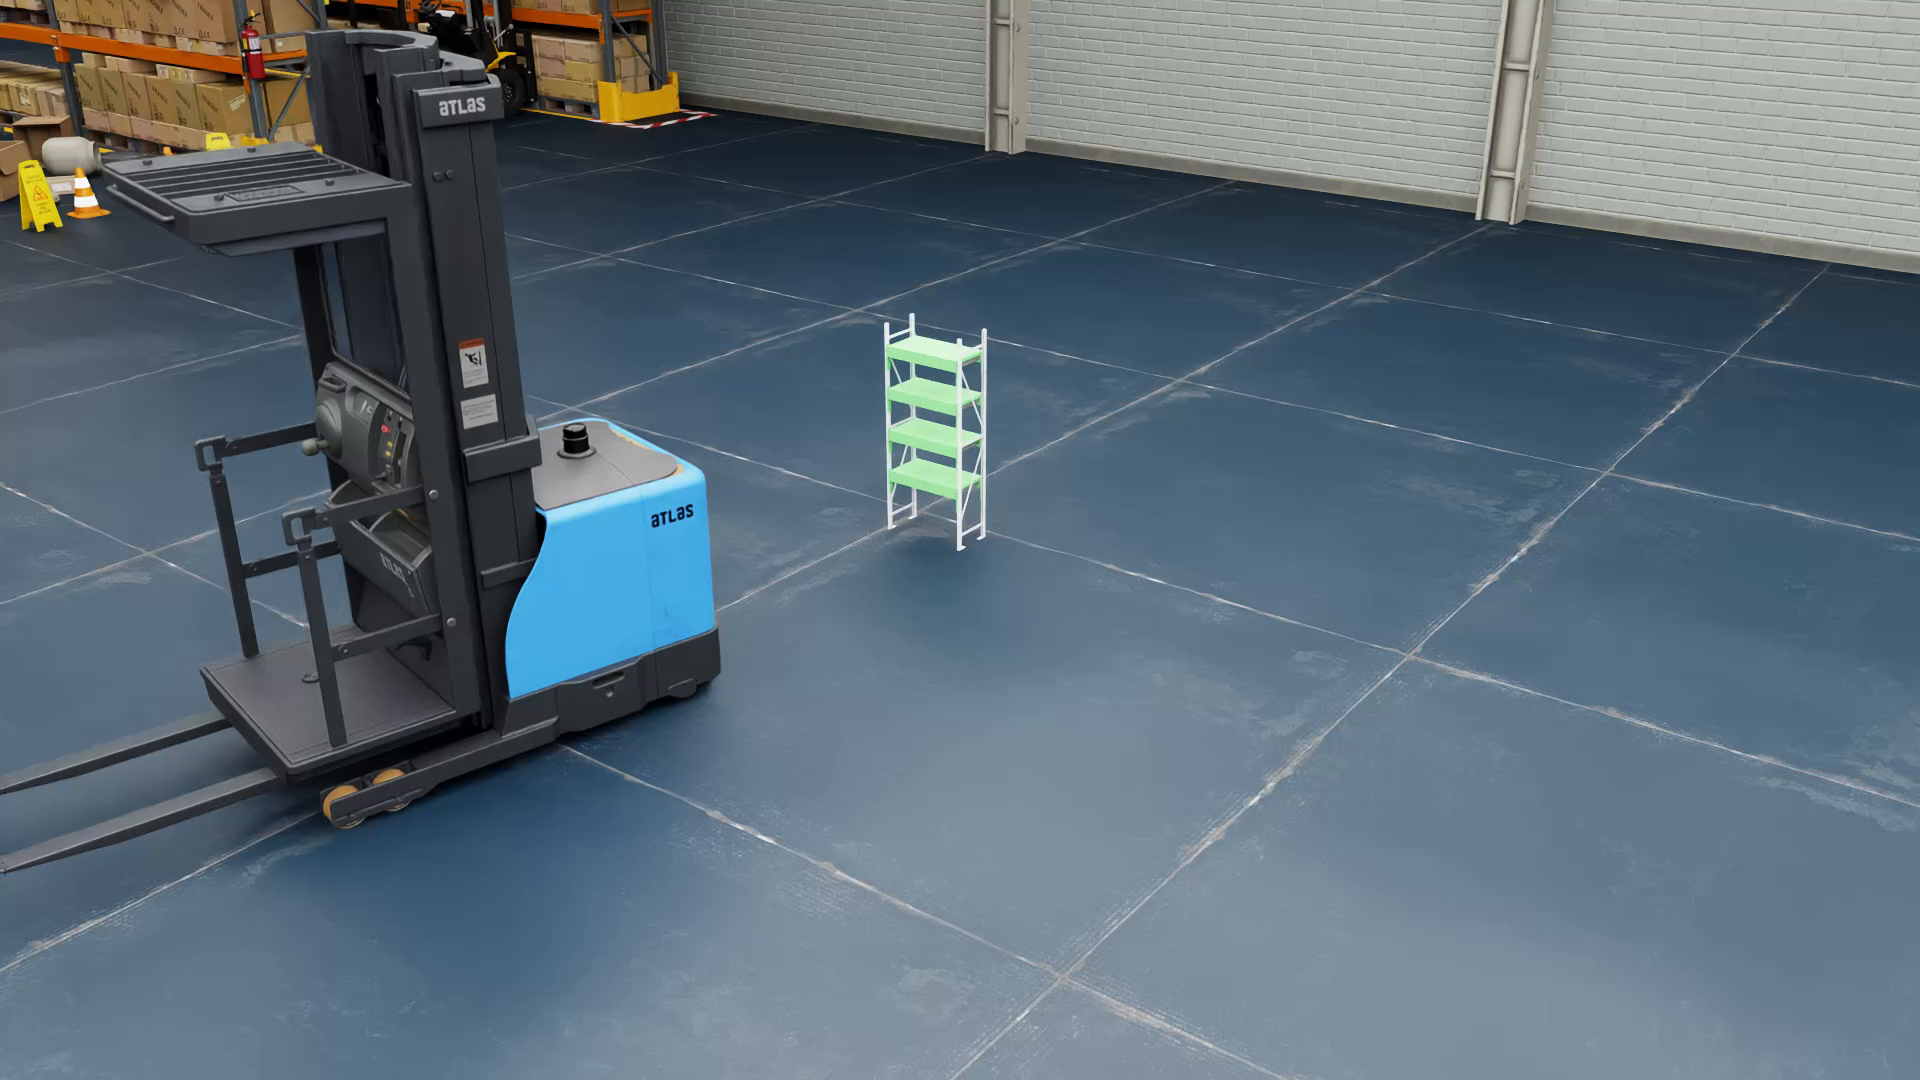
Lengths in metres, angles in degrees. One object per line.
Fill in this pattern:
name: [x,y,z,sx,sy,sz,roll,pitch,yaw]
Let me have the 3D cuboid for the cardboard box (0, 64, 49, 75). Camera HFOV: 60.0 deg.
cardboard box: [-12.575,-5.997,21.879,0.625,0.372,0.950,16,28,32]

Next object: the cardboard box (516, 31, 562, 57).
cardboard box: [-5.618,-6.634,22.235,0.500,0.250,0.500,17,29,34]

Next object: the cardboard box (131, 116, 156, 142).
cardboard box: [-9.245,-4.807,19.329,0.500,0.250,0.500,16,29,33]

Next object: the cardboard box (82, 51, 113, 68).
cardboard box: [-10.041,-5.650,19.509,0.250,0.149,0.380,17,29,34]

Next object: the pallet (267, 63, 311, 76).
pallet: [-10.007,-7.438,25.869,1.213,0.211,1.003,17,29,33]

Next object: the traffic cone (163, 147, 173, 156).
traffic cone: [-8.332,-3.915,17.563,0.334,0.463,0.336,17,29,33]

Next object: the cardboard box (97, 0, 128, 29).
cardboard box: [-9.421,-6.102,18.886,0.500,0.500,0.500,17,29,33]

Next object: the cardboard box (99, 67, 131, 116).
cardboard box: [-9.670,-5.277,19.467,0.500,0.500,0.500,18,30,35]

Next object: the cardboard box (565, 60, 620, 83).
cardboard box: [-4.818,-6.170,21.804,0.500,0.250,0.500,16,29,33]

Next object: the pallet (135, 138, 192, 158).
pallet: [-8.876,-4.634,19.506,1.213,0.211,1.003,17,29,33]

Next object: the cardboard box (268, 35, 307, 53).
cardboard box: [-7.362,-5.423,18.148,0.250,0.149,0.380,17,29,33]

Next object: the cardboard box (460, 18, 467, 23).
cardboard box: [-6.932,-7.293,23.732,0.500,0.250,0.500,17,29,34]

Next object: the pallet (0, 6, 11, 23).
pallet: [-12.008,-6.770,21.133,1.213,0.211,1.003,17,29,33]

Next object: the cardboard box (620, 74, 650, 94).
cardboard box: [-4.516,-6.107,22.279,0.500,0.250,0.500,17,29,34]

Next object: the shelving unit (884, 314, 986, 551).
shelving unit: [-0.132,-0.589,9.099,0.503,1.200,0.258,17,29,33]

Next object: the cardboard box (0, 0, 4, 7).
cardboard box: [-11.627,-6.649,20.411,0.250,0.149,0.380,17,29,34]

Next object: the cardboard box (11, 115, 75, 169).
cardboard box: [-10.374,-4.515,18.874,0.500,0.500,0.500,-5,24,-12]

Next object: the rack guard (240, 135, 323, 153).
rack guard: [-7.276,-4.263,18.306,0.348,0.500,1.175,17,29,33]

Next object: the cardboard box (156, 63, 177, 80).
cardboard box: [-8.755,-5.265,18.635,0.250,0.149,0.380,18,30,35]

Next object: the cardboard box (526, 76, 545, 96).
cardboard box: [-5.593,-6.184,22.454,0.500,0.250,0.500,17,29,34]

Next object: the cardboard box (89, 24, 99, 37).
cardboard box: [-9.892,-5.962,19.374,0.250,0.149,0.380,17,29,33]

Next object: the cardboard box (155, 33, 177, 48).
cardboard box: [-8.708,-5.582,18.510,0.250,0.149,0.380,16,29,33]

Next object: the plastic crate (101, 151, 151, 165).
plastic crate: [-9.651,-4.376,19.082,0.583,0.080,0.402,7,25,15]

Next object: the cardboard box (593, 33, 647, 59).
cardboard box: [-4.512,-6.560,22.067,0.500,0.250,0.500,16,29,33]

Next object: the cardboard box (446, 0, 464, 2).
cardboard box: [-6.816,-7.692,22.863,0.500,0.500,0.500,17,29,34]

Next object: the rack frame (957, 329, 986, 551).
rack frame: [0.063,-0.530,8.965,0.015,1.200,0.240,17,29,33]

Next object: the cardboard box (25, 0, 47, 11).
cardboard box: [-10.993,-6.468,20.001,0.250,0.149,0.380,17,29,34]

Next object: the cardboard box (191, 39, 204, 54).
cardboard box: [-8.104,-5.389,18.073,0.250,0.149,0.380,16,29,32]

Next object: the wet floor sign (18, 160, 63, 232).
wet floor sign: [-8.892,-3.322,15.988,0.232,0.644,0.267,12,26,24]

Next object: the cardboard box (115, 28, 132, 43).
cardboard box: [-9.338,-5.749,18.889,0.250,0.149,0.380,17,29,34]

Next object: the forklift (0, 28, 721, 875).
forklift: [-2.557,-0.429,6.589,3.031,2.935,1.130,-19,30,-36]

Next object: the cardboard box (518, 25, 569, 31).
cardboard box: [-5.713,-6.930,22.907,0.500,0.250,0.500,16,28,32]

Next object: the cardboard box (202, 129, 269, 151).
cardboard box: [-8.042,-4.437,18.489,0.500,0.250,0.500,17,29,33]

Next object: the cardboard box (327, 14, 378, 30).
cardboard box: [-9.085,-7.558,25.107,0.625,0.625,0.875,15,28,31]

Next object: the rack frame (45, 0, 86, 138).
rack frame: [-10.415,-6.356,19.955,0.127,3.000,1.000,17,29,33]

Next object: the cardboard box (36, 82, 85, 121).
cardboard box: [-10.837,-5.472,20.686,0.625,0.372,0.950,17,29,34]

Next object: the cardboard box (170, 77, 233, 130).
cardboard box: [-8.432,-4.900,18.611,0.500,0.500,0.500,18,30,35]

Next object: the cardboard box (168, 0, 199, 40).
cardboard box: [-8.212,-5.735,18.054,0.500,0.500,0.500,17,29,33]

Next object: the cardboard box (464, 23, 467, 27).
cardboard box: [-6.840,-7.005,23.077,0.500,0.250,0.500,17,29,33]

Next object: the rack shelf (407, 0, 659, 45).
rack shelf: [-5.841,-7.145,22.639,4.000,0.370,1.077,17,29,33]

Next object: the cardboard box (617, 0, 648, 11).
cardboard box: [-4.471,-7.246,21.852,0.500,0.500,0.500,18,29,35]

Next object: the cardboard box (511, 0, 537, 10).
cardboard box: [-5.612,-7.323,22.027,0.500,0.500,0.500,16,29,32]

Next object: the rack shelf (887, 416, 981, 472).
rack shelf: [-0.132,-0.531,9.125,0.480,0.148,0.258,17,29,33]

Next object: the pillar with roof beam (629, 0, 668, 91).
pillar with roof beam: [-6.839,-8.807,18.077,0.400,9.000,9.100,17,29,33]
